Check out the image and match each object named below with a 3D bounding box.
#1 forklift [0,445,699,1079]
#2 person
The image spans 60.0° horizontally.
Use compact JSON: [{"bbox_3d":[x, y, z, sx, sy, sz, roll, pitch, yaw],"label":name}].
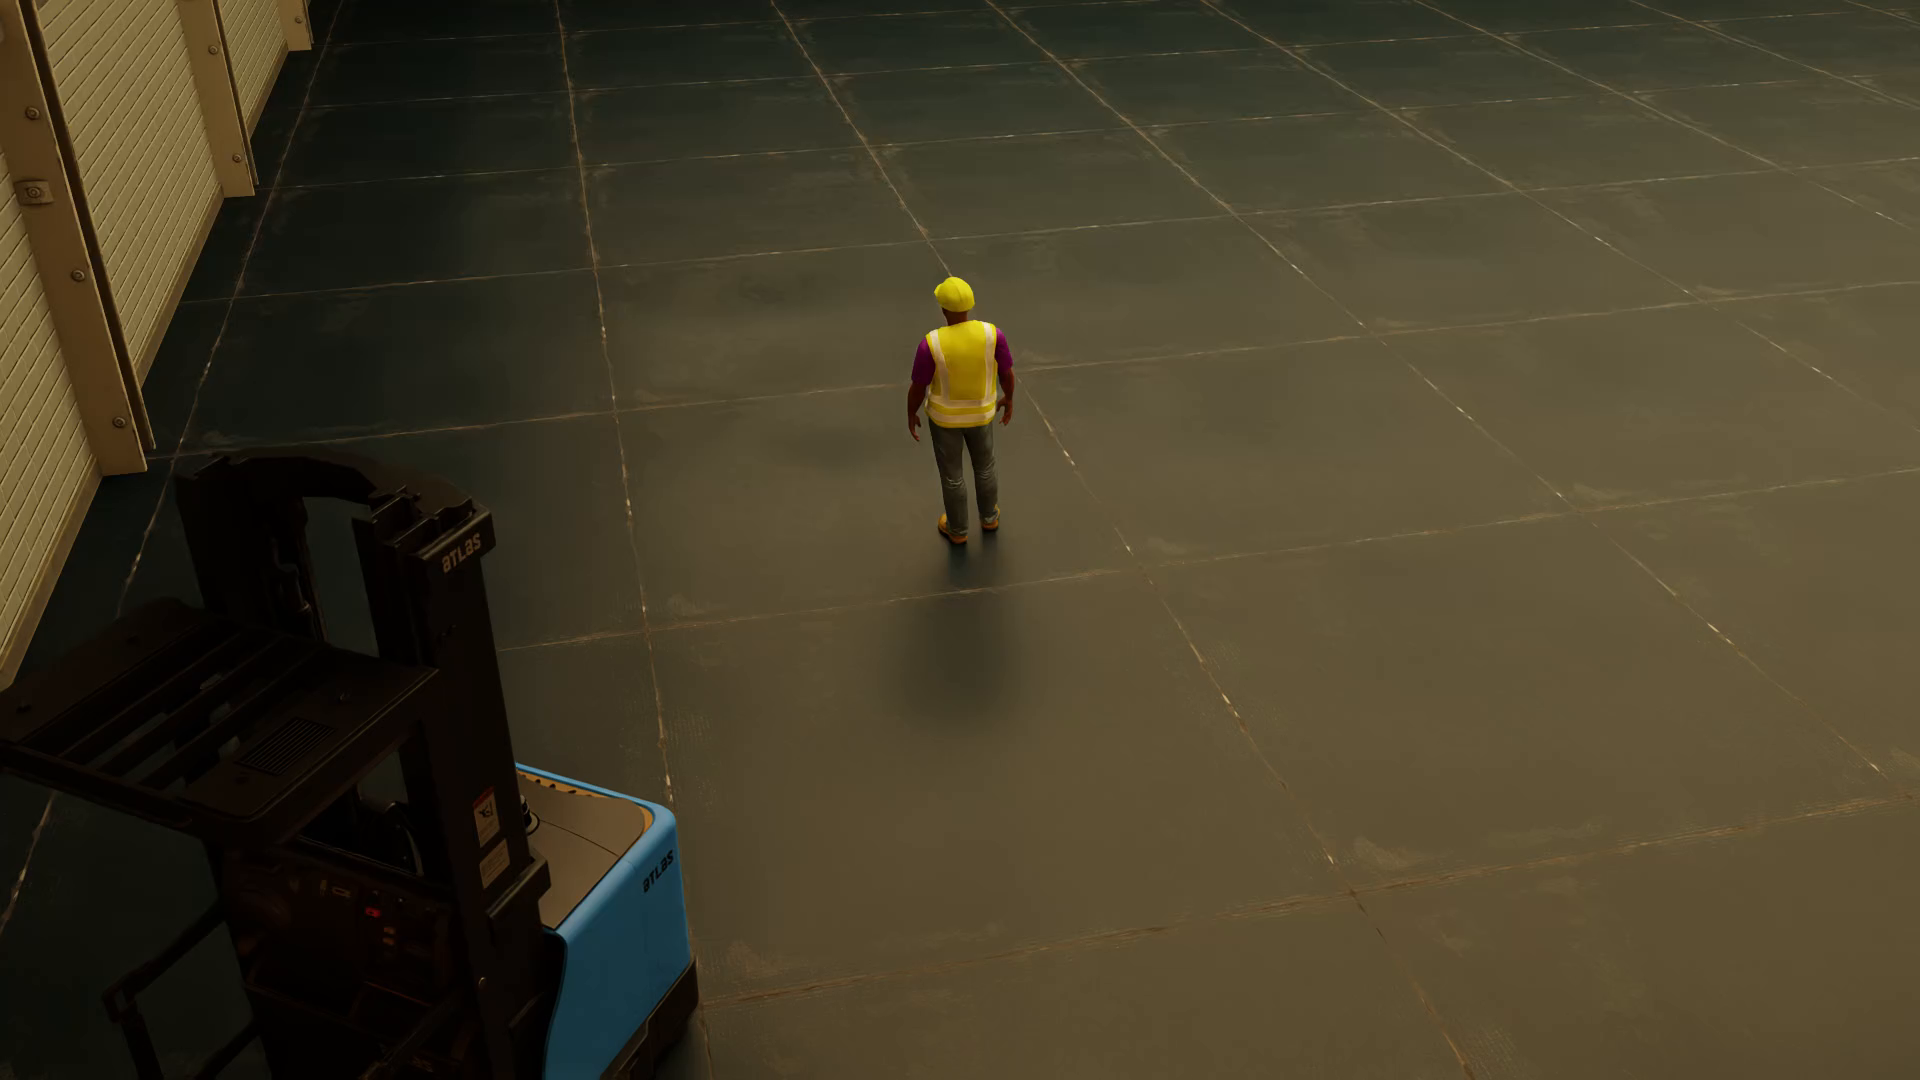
[{"bbox_3d":[-2.145,1.301,5.328,1.130,2.935,3.031,12,32,20],"label":"forklift"},{"bbox_3d":[-0.011,-0.805,10.114,0.665,1.768,0.575,-7,31,-12],"label":"person"}]
